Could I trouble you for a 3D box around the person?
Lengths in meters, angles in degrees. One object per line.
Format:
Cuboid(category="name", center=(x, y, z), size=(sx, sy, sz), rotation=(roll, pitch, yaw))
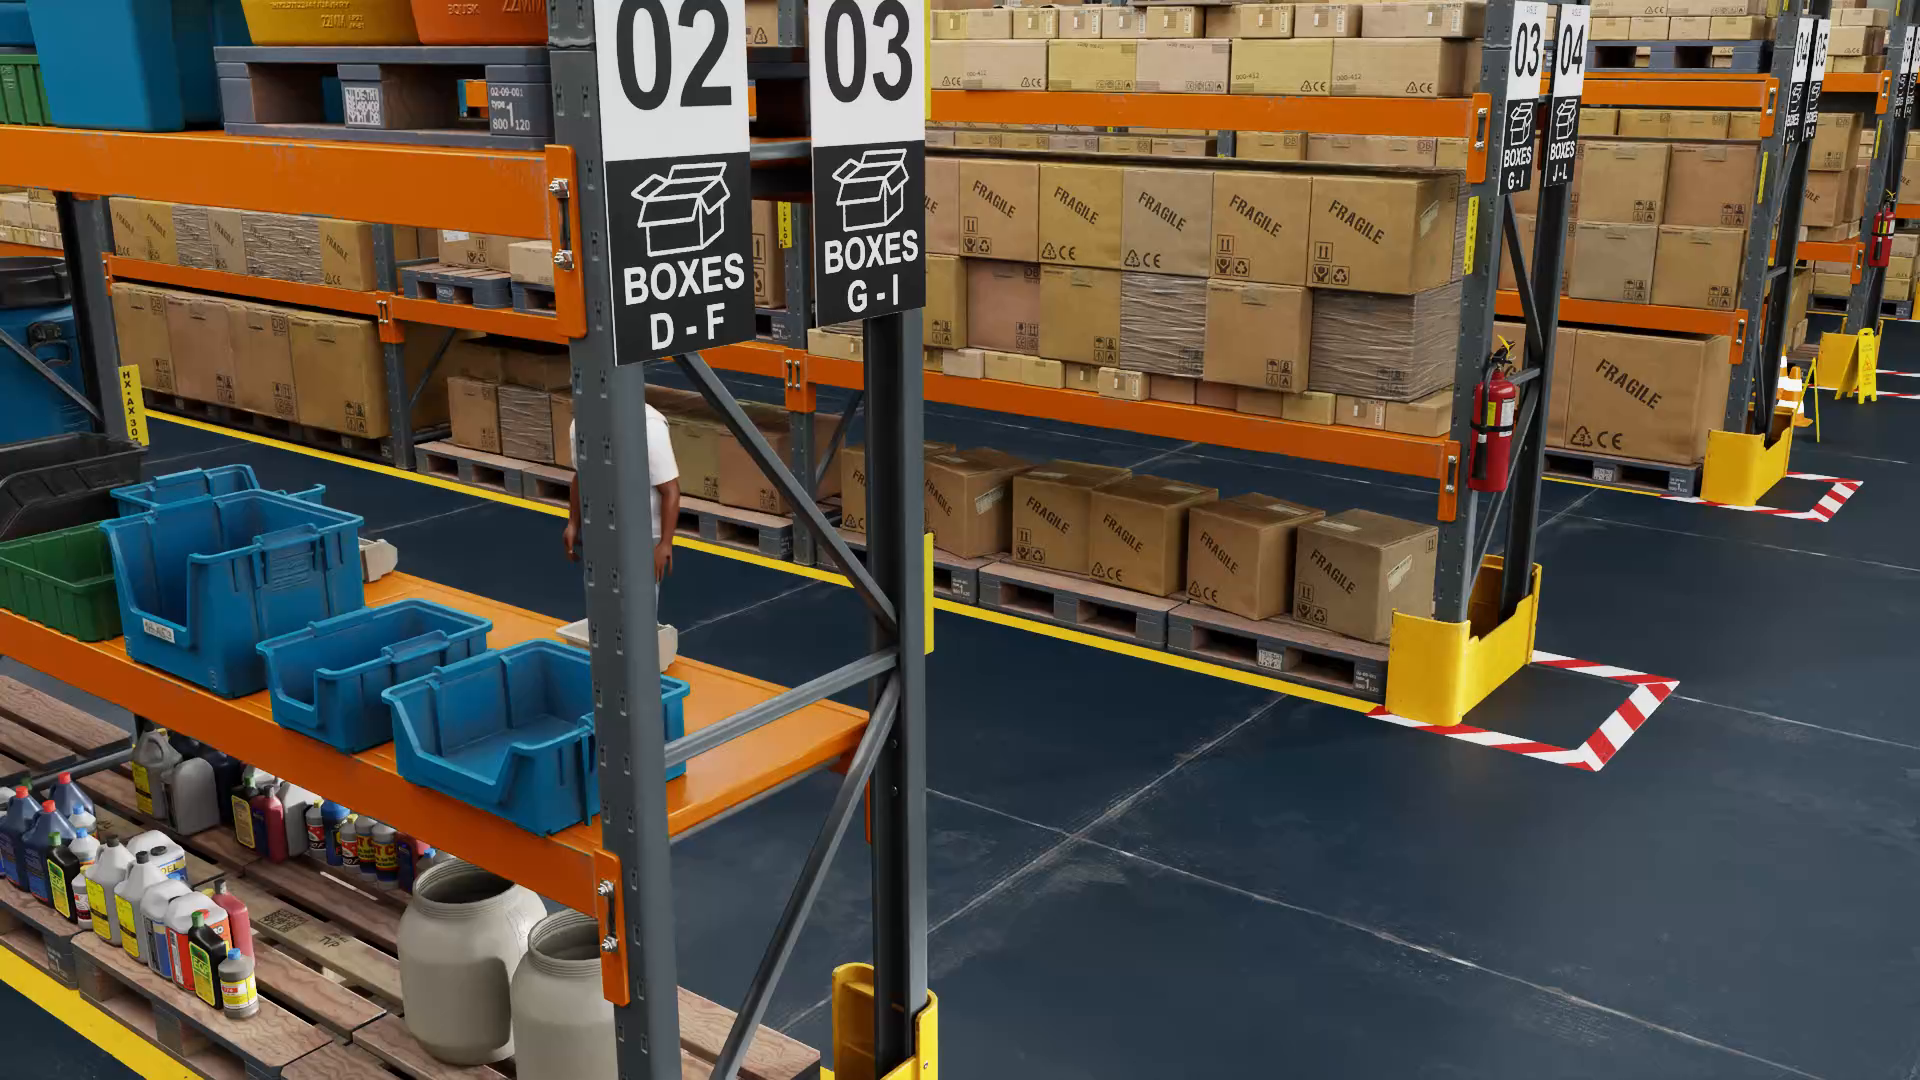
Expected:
Cuboid(category="person", center=(-1.545, -0.021, 7.574), size=(0.637, 1.761, 0.454), rotation=(11, 20, 32))
